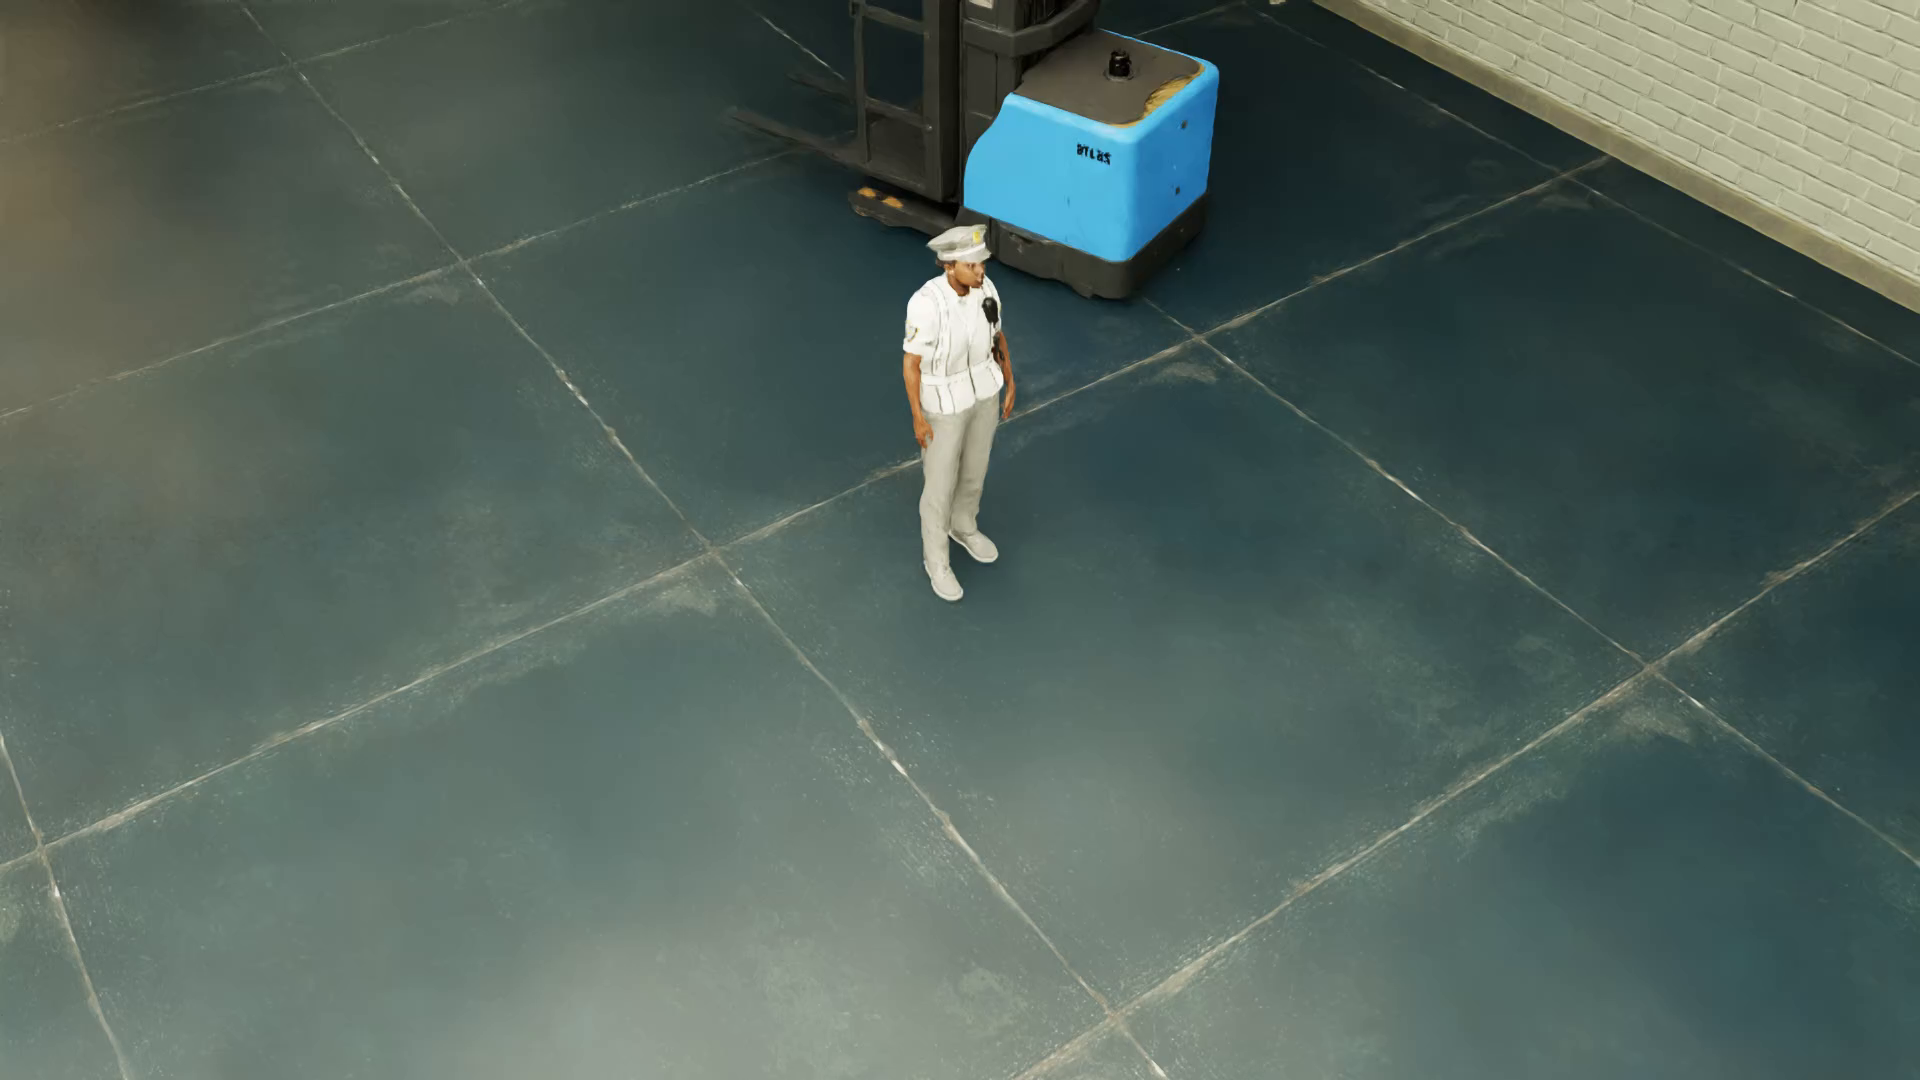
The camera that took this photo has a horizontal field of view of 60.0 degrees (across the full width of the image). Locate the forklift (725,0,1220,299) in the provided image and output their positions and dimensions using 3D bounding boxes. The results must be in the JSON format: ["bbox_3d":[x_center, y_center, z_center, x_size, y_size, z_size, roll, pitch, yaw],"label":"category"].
[{"bbox_3d":[-0.054,-3.213,9.202,3.031,2.935,1.130,25,48,25],"label":"forklift"}]

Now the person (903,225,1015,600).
[{"bbox_3d":[0.027,-0.580,7.245,0.570,1.695,0.529,-25,48,-25],"label":"person"}]
